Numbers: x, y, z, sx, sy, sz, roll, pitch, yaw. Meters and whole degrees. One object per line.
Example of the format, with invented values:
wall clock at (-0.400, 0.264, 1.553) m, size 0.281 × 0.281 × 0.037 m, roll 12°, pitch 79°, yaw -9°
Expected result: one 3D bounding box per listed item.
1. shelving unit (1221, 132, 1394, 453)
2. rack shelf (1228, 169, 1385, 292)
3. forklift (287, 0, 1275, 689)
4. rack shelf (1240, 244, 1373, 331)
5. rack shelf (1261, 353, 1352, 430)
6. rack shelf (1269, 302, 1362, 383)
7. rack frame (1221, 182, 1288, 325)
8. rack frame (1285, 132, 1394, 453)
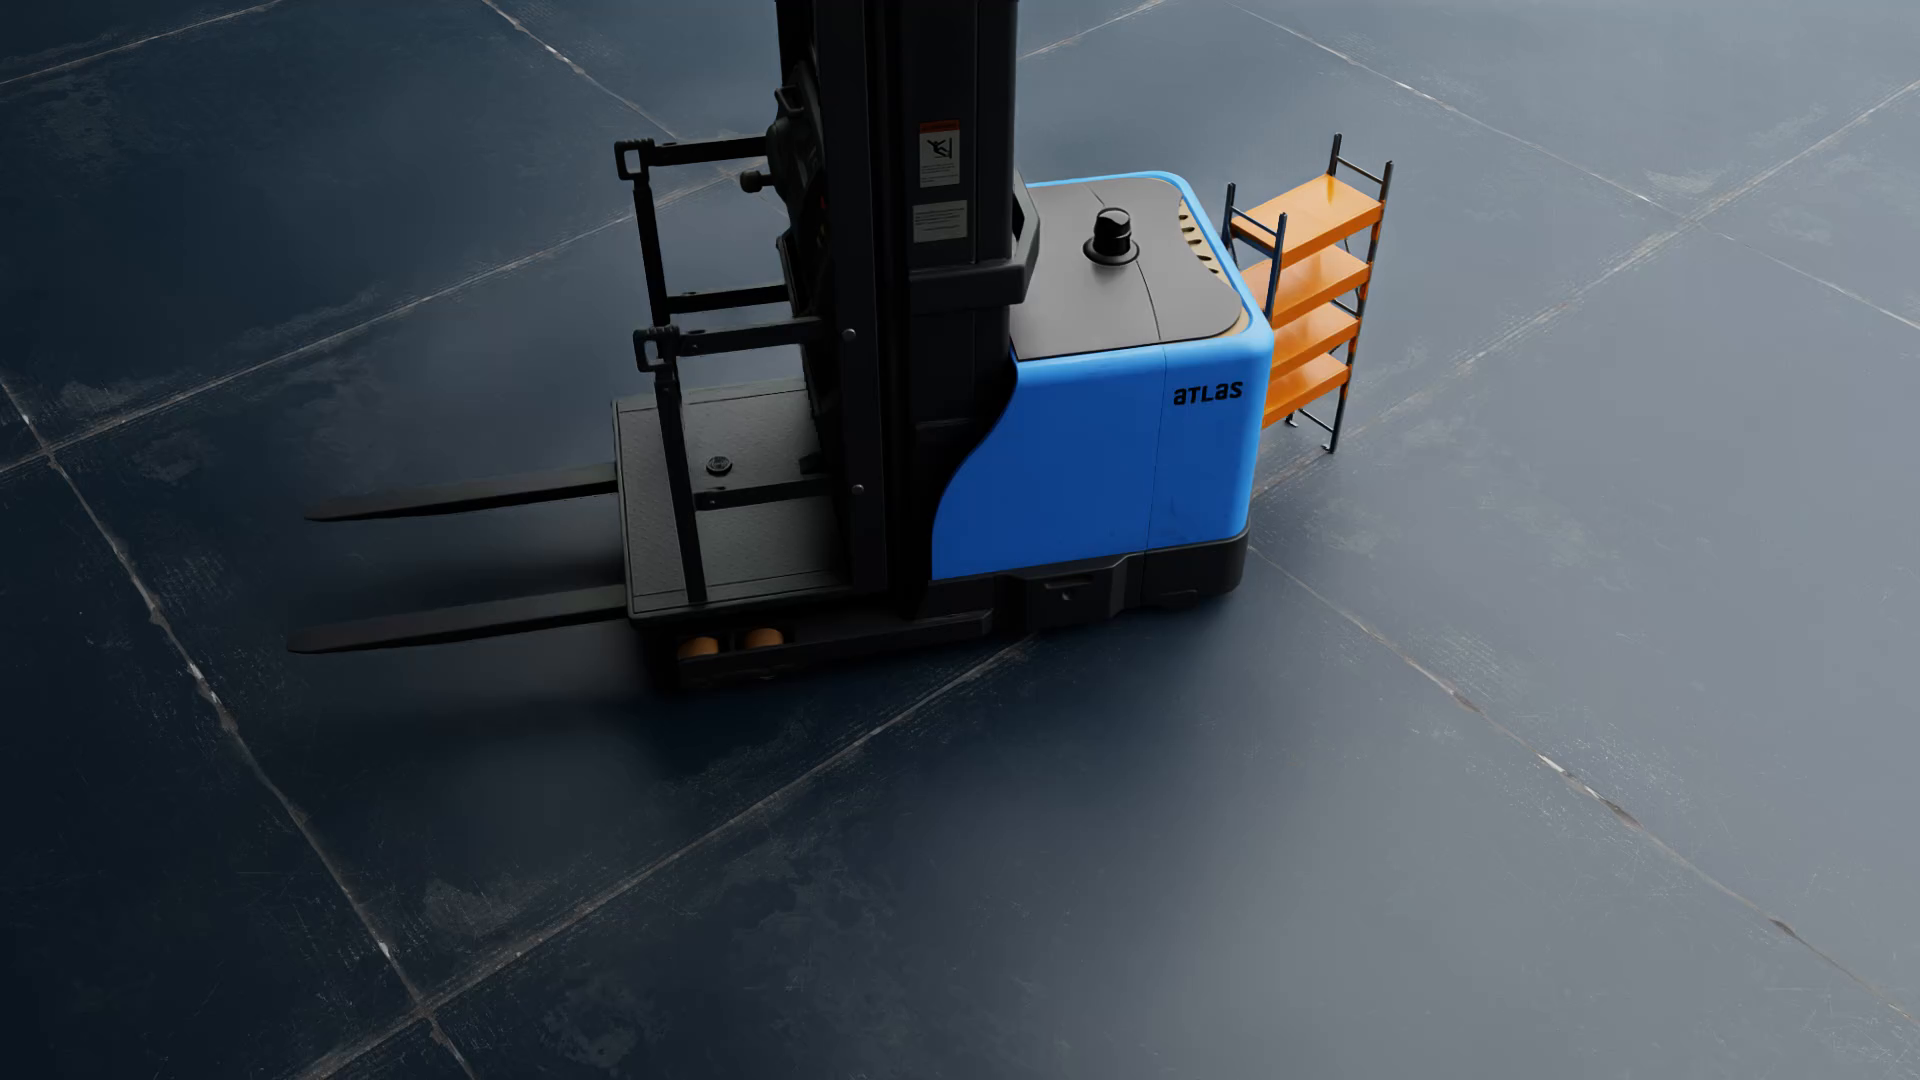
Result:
shelving unit at (1.106, -0.717, 5.637) m, size 0.503 × 1.200 × 0.258 m, roll -29°, pitch 50°, yaw -27°
rack shelf at (1.106, -1.003, 5.368) m, size 0.480 × 0.148 × 0.258 m, roll -29°, pitch 50°, yaw -27°
forklift at (-0.632, -0.997, 4.671) m, size 3.031 × 2.935 × 1.130 m, roll -8°, pitch 44°, yaw -8°
rack shelf at (1.106, -0.831, 5.530) m, size 0.480 × 0.148 × 0.258 m, roll -29°, pitch 50°, yaw -27°
rack shelf at (1.106, -0.523, 5.819) m, size 0.480 × 0.148 × 0.258 m, roll -29°, pitch 50°, yaw -27°
rack shelf at (1.106, -0.668, 5.683) m, size 0.480 × 0.148 × 0.258 m, roll -29°, pitch 50°, yaw -27°
rack frame at (0.916, -0.613, 5.526) m, size 0.015 × 1.200 × 0.240 m, roll -29°, pitch 50°, yaw -27°
rack frame at (1.297, -0.821, 5.748) m, size 0.015 × 1.200 × 0.240 m, roll -29°, pitch 50°, yaw -27°
